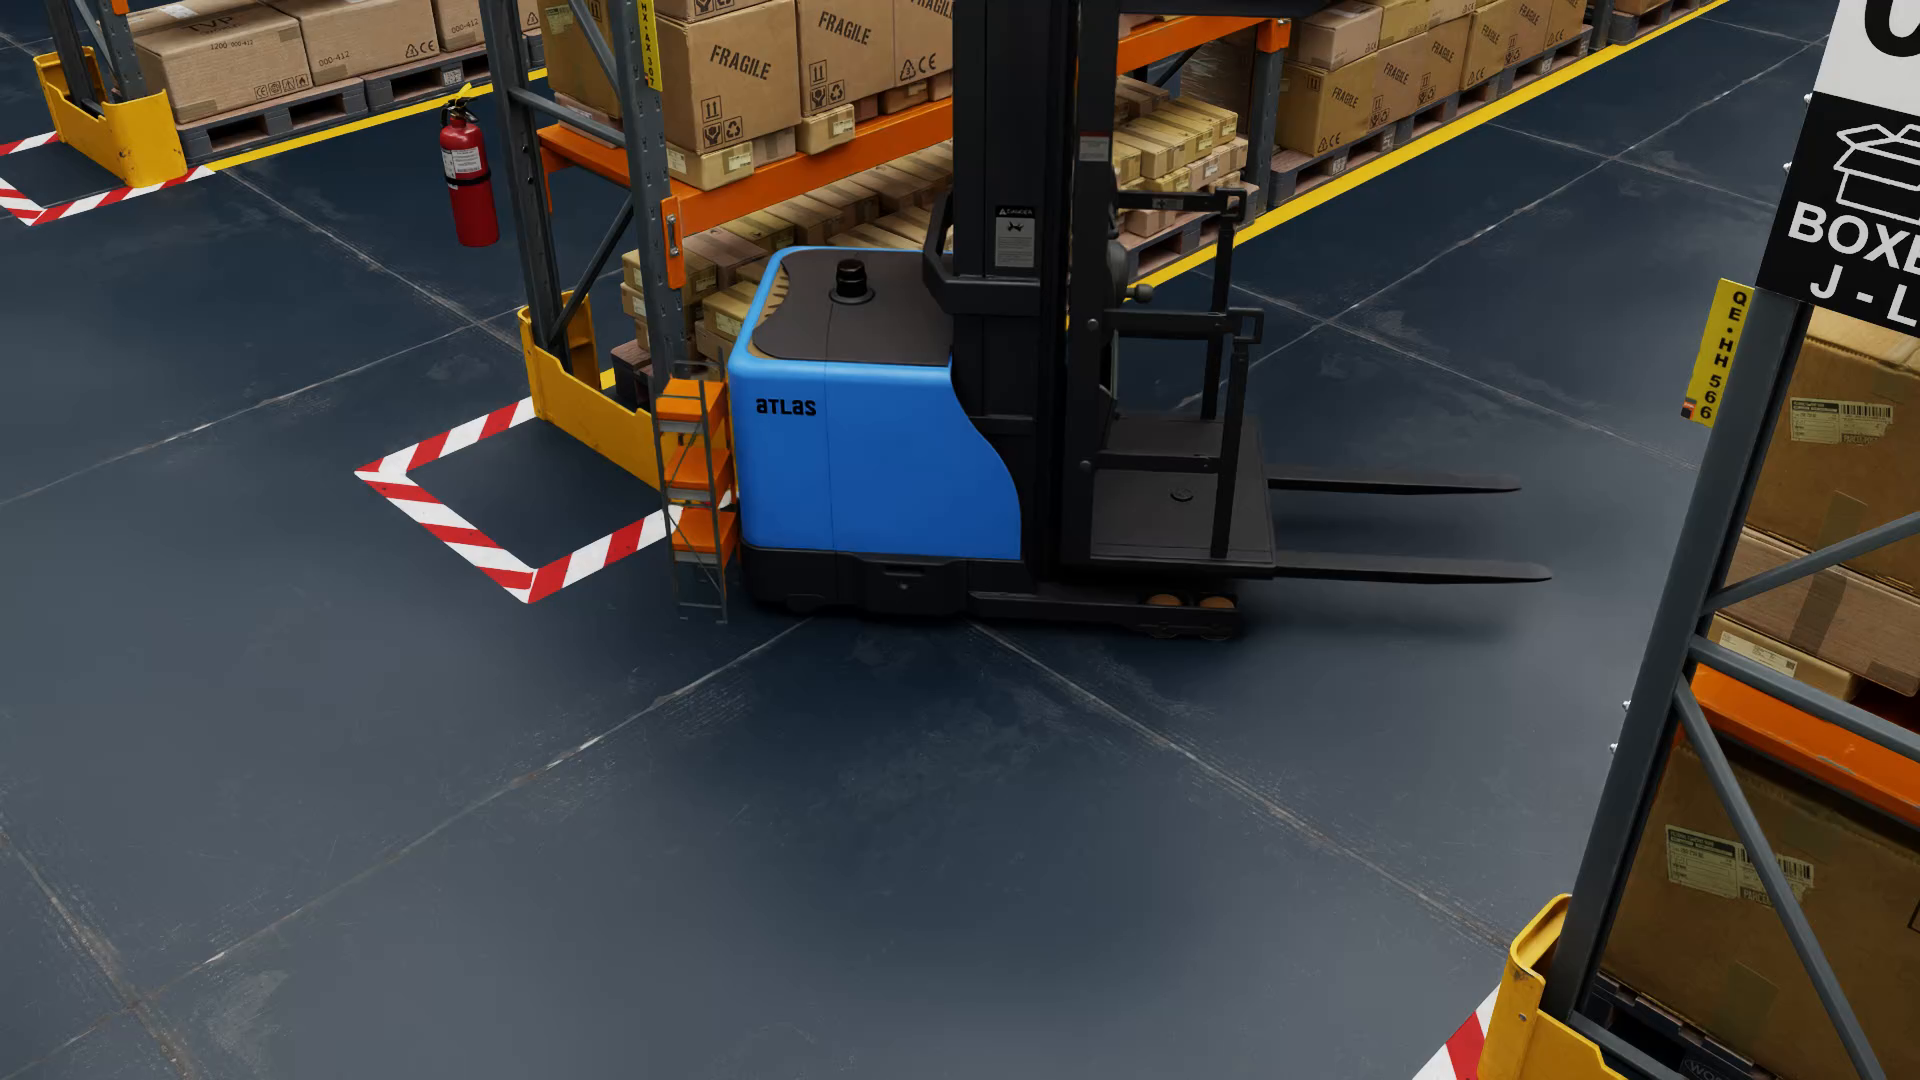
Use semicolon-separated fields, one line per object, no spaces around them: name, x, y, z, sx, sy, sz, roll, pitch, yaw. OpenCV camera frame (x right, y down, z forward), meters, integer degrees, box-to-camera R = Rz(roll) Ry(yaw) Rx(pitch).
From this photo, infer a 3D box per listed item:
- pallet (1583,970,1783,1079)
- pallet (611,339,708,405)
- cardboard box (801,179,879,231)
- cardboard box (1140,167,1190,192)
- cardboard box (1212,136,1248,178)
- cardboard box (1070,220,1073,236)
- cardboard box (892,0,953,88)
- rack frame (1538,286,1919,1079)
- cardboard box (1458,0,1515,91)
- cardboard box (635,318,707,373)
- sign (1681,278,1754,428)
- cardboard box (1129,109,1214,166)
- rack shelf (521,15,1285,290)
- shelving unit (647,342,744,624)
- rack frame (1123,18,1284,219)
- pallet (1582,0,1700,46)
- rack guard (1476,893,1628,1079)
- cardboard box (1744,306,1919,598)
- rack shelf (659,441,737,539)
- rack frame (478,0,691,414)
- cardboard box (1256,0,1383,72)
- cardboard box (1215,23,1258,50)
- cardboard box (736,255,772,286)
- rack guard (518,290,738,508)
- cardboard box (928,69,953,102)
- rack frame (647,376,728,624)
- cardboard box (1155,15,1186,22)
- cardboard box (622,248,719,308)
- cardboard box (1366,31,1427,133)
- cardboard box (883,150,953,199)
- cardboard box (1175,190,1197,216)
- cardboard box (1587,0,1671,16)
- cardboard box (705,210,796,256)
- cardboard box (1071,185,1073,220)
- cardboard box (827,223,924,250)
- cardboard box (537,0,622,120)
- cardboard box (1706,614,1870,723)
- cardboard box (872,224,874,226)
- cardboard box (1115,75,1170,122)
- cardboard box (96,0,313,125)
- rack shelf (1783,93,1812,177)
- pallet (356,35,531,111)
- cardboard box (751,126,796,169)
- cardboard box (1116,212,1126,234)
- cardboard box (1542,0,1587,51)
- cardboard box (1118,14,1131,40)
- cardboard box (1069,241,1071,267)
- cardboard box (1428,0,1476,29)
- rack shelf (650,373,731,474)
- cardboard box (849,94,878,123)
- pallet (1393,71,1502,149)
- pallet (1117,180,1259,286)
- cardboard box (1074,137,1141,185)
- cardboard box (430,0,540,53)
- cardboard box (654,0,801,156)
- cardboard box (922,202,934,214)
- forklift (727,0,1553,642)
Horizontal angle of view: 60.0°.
pallet;2.468;1.204;4.839;1.003;0.211;1.213;30;45;35
pallet;-0.837;-0.827;7.751;1.003;0.211;1.213;30;45;35
cardboard box;-0.608;-1.634;8.076;0.250;0.149;0.380;-28;44;-34
cardboard box;0.976;-1.886;8.697;0.380;0.149;0.250;28;44;34
cardboard box;1.334;-2.117;9.028;0.250;0.149;0.380;-29;44;-35
cardboard box;0.361;-1.612;8.304;0.380;0.149;0.250;27;43;33
cardboard box;-0.263;-2.279;7.048;0.500;0.500;0.500;-29;44;-35
rack frame;1.960;0.416;3.531;1.000;3.000;0.127;30;45;35
cardboard box;3.141;-3.215;10.556;0.500;0.500;0.500;27;43;33
cardboard box;-1.265;-0.925;7.579;0.250;0.149;0.380;-29;44;-35
sign;1.585;-0.380;3.454;0.100;0.325;0.005;30;45;35
cardboard box;1.112;-2.126;8.781;0.250;0.149;0.380;-29;44;-35
rack shelf;-0.079;-2.141;7.826;1.077;0.370;4.000;30;45;35
shelving unit;-0.960;-0.194;6.110;0.215;1.050;0.252;5;35;7
rack frame;1.330;-3.248;8.785;1.000;3.000;0.127;30;45;35
pallet;4.757;-4.017;12.326;1.003;0.211;1.213;30;45;35
rack guard;1.943;1.451;4.232;1.175;0.500;0.348;30;45;35
cardboard box;2.117;-0.256;3.710;0.500;0.500;0.500;-29;44;-35
rack shelf;-0.960;-0.185;6.116;0.215;0.259;0.240;5;35;7
rack frame;-1.488;-1.624;6.456;1.000;3.000;0.127;30;45;35
cardboard box;2.038;-2.896;9.442;0.500;0.250;0.500;27;43;33
cardboard box;1.675;-3.107;9.745;0.500;0.250;0.500;28;44;34
cardboard box;-0.769;-1.107;7.320;0.250;0.149;0.380;-29;44;-35
rack guard;-1.435;-0.630;7.216;1.175;0.500;0.348;30;45;35
cardboard box;-0.162;-2.077;7.326;0.380;0.149;0.250;29;44;34
rack frame;-0.978;-0.125;6.011;0.200;1.050;0.008;5;35;7
cardboard box;0.960;-2.701;8.221;0.250;0.149;0.380;-28;44;-34
cardboard box;-1.295;-1.188;7.436;0.250;0.149;0.380;-29;44;-35
cardboard box;2.410;-2.803;9.965;0.500;0.500;0.500;-28;43;-34
cardboard box;-0.179;-1.814;8.334;0.250;0.149;0.380;-30;45;-35
cardboard box;1.053;-1.882;8.952;0.250;0.149;0.380;-29;44;-34
cardboard box;4.641;-4.332;11.939;1.050;0.750;0.750;29;44;35
cardboard box;-0.985;-1.423;7.773;0.380;0.149;0.250;29;44;34
cardboard box;0.397;-1.686;8.151;0.380;0.149;0.250;28;44;34
cardboard box;-0.385;-1.292;7.585;0.380;0.149;0.250;27;43;33
cardboard box;-1.354;-2.073;6.753;0.500;0.500;0.500;-29;44;-35
cardboard box;1.978;0.242;4.001;0.250;0.149;0.380;-29;44;-35
cardboard box;-0.598;-1.505;8.151;0.250;0.149;0.380;-29;44;-35
cardboard box;0.940;-2.438;9.229;0.250;0.149;0.380;-28;44;-34
cardboard box;-4.678;-3.008;10.313;0.875;0.438;0.875;28;44;34
rack shelf;3.369;-1.331;4.043;1.077;0.370;4.000;30;45;35
pallet;-3.705;-3.283;11.273;1.003;0.211;1.213;30;45;35
cardboard box;-0.877;-1.640;6.699;0.250;0.149;0.380;-28;44;-34
cardboard box;0.641;-1.691;8.678;0.380;0.149;0.250;28;44;34
cardboard box;3.870;-3.646;11.174;0.500;0.500;0.500;29;44;35
cardboard box;0.591;-2.484;7.910;0.380;0.149;0.250;27;43;34
cardboard box;0.335;-1.455;8.339;0.250;0.149;0.380;-29;44;-35
cardboard box;2.774;-3.318;10.048;0.500;0.250;0.500;-28;44;-34
rack shelf;-0.960;-0.418;5.954;0.215;0.259;0.240;5;35;7
cardboard box;-0.564;-1.888;7.055;0.250;0.149;0.380;-28;43;-34
pallet;2.737;-2.918;10.750;1.003;0.211;1.213;30;45;35
pallet;0.882;-1.817;9.171;1.003;0.211;1.213;30;45;35
cardboard box;0.704;-1.948;8.526;0.250;0.149;0.380;-28;44;-34
cardboard box;-3.403;-3.748;11.374;0.875;0.438;0.875;28;44;34
cardboard box;-0.976;-1.858;6.444;0.500;0.500;0.500;-28;43;-34
cardboard box;0.035;-1.489;7.868;0.250;0.149;0.380;-29;44;-35
forklift;0.716;-1.142;5.826;3.031;2.935;1.130;3;35;4
